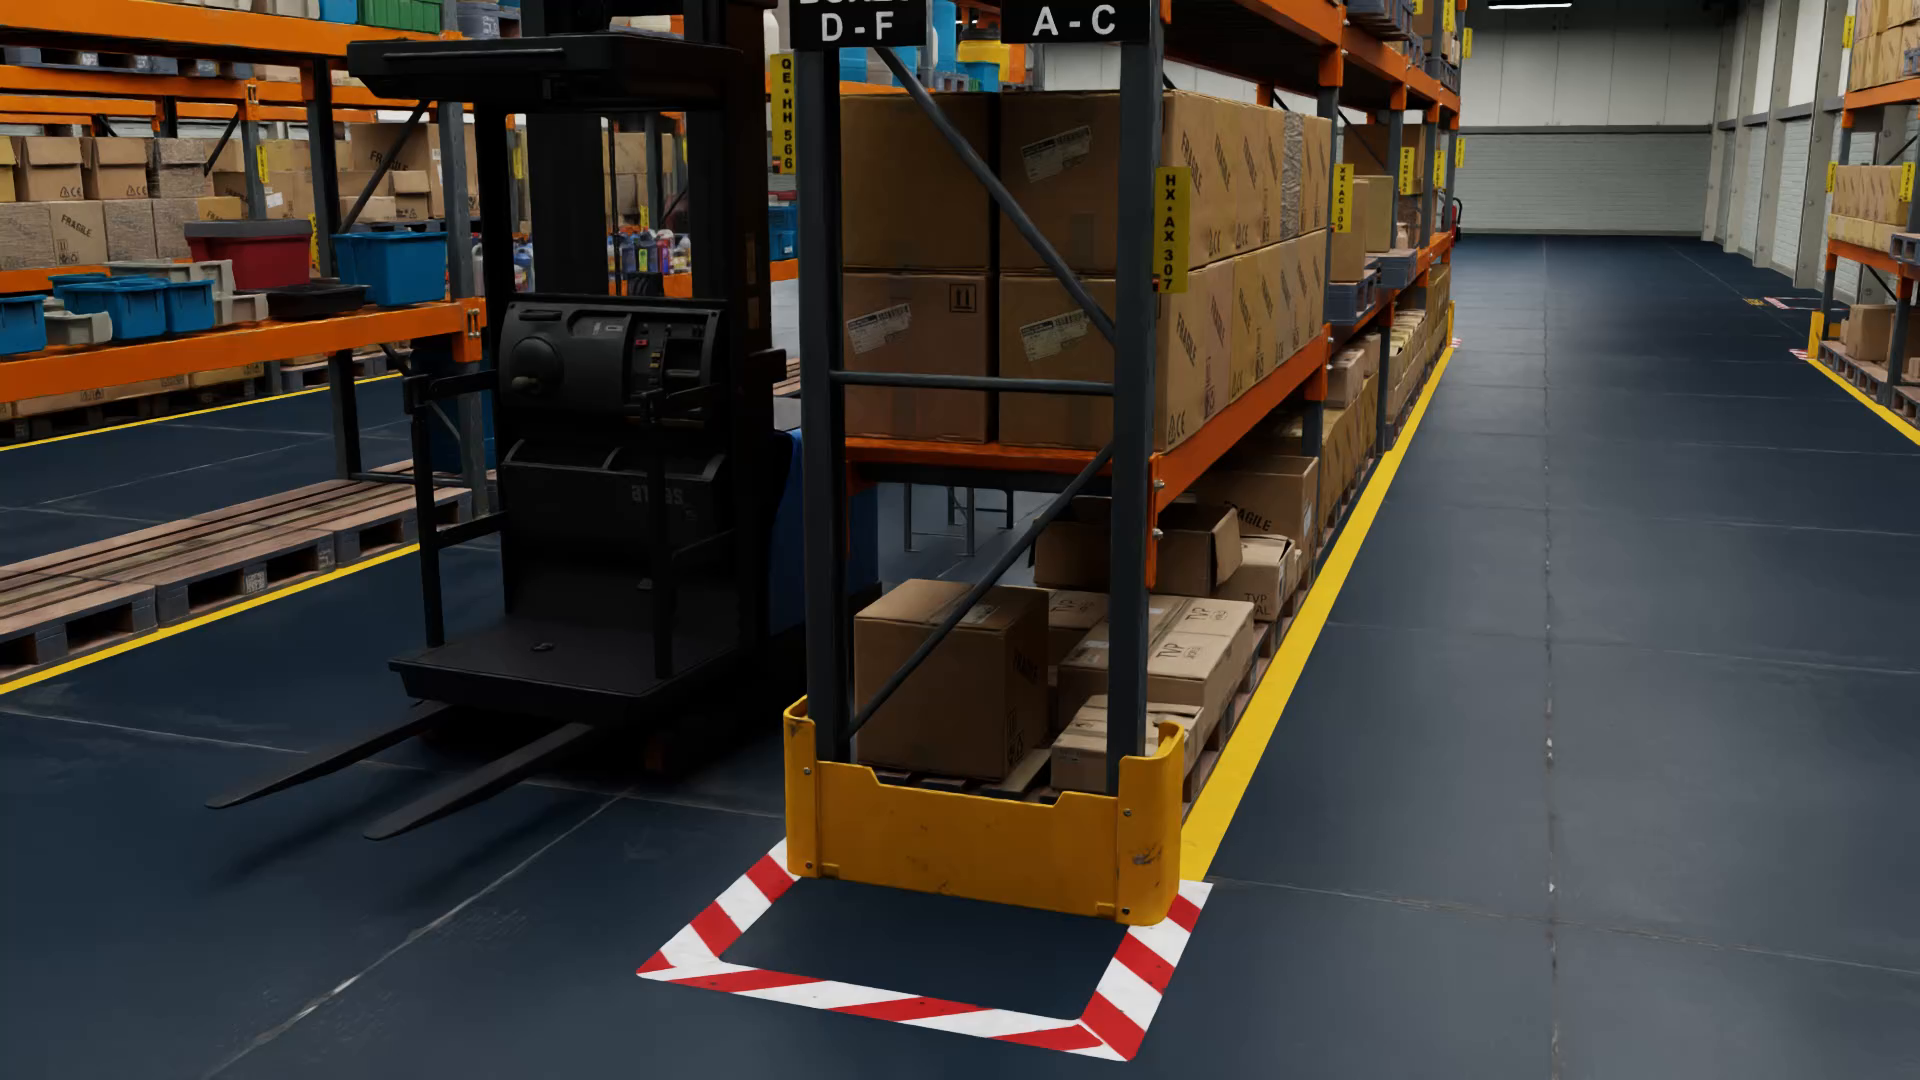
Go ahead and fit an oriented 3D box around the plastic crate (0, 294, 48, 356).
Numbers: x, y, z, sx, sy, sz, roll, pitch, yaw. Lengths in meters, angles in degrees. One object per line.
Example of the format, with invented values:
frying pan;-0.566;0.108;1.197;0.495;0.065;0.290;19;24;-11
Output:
plastic crate;-4.044;-0.900;6.932;0.416;0.233;0.300;4;14;18

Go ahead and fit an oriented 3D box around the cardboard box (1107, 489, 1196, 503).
cardboard box;0.991;-0.101;8.244;0.500;0.311;0.500;4;14;18

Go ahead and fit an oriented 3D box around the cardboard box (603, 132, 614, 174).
cardboard box;-4.592;-4.743;20.388;0.500;0.500;0.500;4;14;18

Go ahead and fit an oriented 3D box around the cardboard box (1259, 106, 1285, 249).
cardboard box;0.923;-1.362;6.241;0.500;0.500;0.500;4;14;18

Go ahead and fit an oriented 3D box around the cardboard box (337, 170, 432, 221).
cardboard box;-5.925;-3.552;17.135;0.797;0.503;0.637;6;14;24

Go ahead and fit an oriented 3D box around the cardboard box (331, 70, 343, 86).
cardboard box;-6.187;-4.405;15.641;0.500;0.250;0.500;5;14;20

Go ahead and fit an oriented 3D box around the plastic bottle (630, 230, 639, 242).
plastic bottle;-2.569;-2.317;13.188;0.097;0.271;0.097;0;13;0

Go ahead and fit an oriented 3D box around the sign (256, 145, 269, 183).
sign;-6.220;-3.352;14.831;0.100;0.325;0.005;4;14;18

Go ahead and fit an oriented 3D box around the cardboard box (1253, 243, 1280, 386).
cardboard box;0.921;-0.871;6.339;0.500;0.500;0.500;5;14;19

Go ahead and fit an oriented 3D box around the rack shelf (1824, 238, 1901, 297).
rack shelf;9.256;-2.669;16.059;1.077;0.370;4.000;4;14;18

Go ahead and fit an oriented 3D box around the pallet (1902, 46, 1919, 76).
pallet;8.308;-3.848;13.285;1.213;0.211;1.003;4;14;18

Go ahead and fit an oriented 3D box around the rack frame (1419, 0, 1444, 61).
rack frame;3.920;-5.880;15.026;1.000;3.000;0.127;4;14;18

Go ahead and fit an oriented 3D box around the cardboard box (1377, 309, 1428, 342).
cardboard box;4.060;-1.987;15.426;0.500;0.311;0.500;4;14;18

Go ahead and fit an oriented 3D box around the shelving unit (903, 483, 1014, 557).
shelving unit;0.002;-0.733;9.327;0.431;1.500;0.755;4;14;18

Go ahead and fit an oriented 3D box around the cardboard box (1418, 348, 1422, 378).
cardboard box;3.895;-1.605;15.012;0.500;0.250;0.500;4;13;18

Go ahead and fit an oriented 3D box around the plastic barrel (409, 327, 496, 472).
plastic barrel;-3.162;-0.923;10.562;0.600;0.901;0.708;4;14;18

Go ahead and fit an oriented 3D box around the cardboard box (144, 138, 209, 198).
cardboard box;-6.998;-3.212;14.339;0.797;0.503;0.637;5;14;20

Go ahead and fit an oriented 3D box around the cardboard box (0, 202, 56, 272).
cardboard box;-7.331;-2.323;12.701;0.500;0.500;0.500;4;13;17

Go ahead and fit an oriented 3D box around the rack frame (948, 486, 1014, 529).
rack frame;0.121;-0.810;9.665;0.400;1.500;0.023;4;14;18

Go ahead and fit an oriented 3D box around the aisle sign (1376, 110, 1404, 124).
aisle sign;4.946;-5.100;19.251;0.394;0.787;0.004;4;14;18

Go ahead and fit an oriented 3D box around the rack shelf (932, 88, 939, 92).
rack shelf;-0.118;-4.845;18.850;1.077;0.370;4.000;4;14;18

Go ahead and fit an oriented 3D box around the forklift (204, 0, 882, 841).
forklift;-1.381;-0.697;5.955;1.130;2.935;3.031;5;14;22

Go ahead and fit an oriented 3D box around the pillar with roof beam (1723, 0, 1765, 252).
pillar with roof beam;14.187;-11.520;39.735;9.100;9.000;0.400;4;14;18

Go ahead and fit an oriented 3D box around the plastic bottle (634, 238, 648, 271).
plastic bottle;-2.260;-1.990;11.726;0.061;0.283;0.133;4;14;18

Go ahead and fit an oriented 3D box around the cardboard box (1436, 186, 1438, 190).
cardboard box;5.022;-3.906;18.178;0.380;0.149;0.250;5;14;19

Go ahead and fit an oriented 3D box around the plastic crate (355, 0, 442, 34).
plastic crate;-3.205;-2.876;9.083;0.450;0.188;0.662;4;14;18

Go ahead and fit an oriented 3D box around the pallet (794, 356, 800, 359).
pallet;-0.983;-1.785;16.833;1.003;0.211;1.213;4;14;18

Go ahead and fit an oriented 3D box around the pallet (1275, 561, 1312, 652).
pallet;1.109;0.234;7.990;1.003;0.211;1.213;4;14;18

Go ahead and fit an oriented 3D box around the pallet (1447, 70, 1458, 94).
pallet;4.961;-5.069;18.415;1.003;0.211;1.213;4;14;18

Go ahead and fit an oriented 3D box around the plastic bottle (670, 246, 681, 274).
plastic bottle;-2.105;-2.063;12.231;0.097;0.201;0.097;0;13;0

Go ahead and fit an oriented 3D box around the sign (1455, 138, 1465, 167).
sign;5.723;-4.435;19.044;0.100;0.325;0.005;4;14;18

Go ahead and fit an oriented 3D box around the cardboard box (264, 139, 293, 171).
cardboard box;-9.424;-5.062;22.162;0.875;0.550;0.500;4;14;18

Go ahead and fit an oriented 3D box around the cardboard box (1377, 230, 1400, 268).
cardboard box;3.099;-2.244;12.777;0.500;0.311;0.500;4;14;18

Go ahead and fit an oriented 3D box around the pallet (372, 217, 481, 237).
pallet;-5.837;-3.425;18.184;1.003;0.211;1.213;4;14;18

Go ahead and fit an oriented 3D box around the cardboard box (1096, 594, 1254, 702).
cardboard box;0.805;0.393;6.215;0.500;0.250;0.500;4;14;18

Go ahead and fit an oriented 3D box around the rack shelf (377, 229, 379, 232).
rack shelf;-9.465;-4.118;22.404;1.077;0.370;4.000;4;14;18

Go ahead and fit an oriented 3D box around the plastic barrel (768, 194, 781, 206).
plastic barrel;-1.793;-2.845;14.962;0.421;0.512;0.421;0;13;0

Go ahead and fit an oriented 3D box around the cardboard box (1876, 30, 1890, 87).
cardboard box;9.033;-4.575;15.782;0.500;0.500;0.500;5;14;22

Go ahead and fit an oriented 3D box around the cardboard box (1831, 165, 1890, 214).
cardboard box;9.464;-3.665;17.409;0.500;0.500;0.500;4;14;18

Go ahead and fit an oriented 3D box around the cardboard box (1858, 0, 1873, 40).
cardboard box;9.338;-5.284;16.640;0.500;0.500;0.500;4;14;18

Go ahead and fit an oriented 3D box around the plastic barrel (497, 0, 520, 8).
plastic barrel;-2.946;-3.910;11.066;0.600;0.901;0.708;4;14;18

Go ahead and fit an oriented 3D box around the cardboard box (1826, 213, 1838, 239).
cardboard box;9.445;-3.298;17.488;0.500;0.250;0.500;4;13;17

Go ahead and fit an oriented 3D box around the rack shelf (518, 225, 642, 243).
rack shelf;-4.805;-3.739;20.746;1.077;0.370;4.000;4;14;18

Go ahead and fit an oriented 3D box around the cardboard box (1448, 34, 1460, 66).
cardboard box;4.911;-5.110;17.338;0.500;0.311;0.500;6;14;25

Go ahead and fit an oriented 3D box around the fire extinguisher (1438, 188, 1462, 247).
fire extinguisher;5.692;-3.751;19.354;0.296;0.674;0.183;4;14;18

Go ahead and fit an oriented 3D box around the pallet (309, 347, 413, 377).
pallet;-6.096;-1.888;17.284;1.003;0.211;1.213;4;14;18

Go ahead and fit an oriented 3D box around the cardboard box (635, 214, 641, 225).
cardboard box;-4.264;-4.153;21.508;0.380;0.149;0.250;4;14;18

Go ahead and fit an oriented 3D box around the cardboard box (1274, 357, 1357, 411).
cardboard box;2.042;-0.927;9.751;0.500;0.250;0.500;4;14;19

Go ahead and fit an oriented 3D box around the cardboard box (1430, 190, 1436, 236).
cardboard box;4.886;-3.638;18.459;0.700;0.500;0.500;5;14;20

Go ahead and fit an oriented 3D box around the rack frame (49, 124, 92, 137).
rack frame;-13.535;-5.225;25.637;1.000;3.000;0.127;4;14;18

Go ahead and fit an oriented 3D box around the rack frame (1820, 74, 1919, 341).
rack frame;9.903;-3.441;17.824;1.000;3.000;0.127;4;14;18

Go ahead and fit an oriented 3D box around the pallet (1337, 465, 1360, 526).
pallet;1.952;-0.343;10.515;1.003;0.211;1.213;4;14;18

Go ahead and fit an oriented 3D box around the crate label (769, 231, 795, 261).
crate label;-1.569;-2.450;13.858;0.303;0.233;0.416;4;14;18

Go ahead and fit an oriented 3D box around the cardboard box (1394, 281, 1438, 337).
cardboard box;4.367;-2.260;16.198;0.500;0.500;0.500;4;14;18

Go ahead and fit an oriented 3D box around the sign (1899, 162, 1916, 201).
sign;8.093;-3.058;14.202;0.100;0.325;0.005;4;14;18
